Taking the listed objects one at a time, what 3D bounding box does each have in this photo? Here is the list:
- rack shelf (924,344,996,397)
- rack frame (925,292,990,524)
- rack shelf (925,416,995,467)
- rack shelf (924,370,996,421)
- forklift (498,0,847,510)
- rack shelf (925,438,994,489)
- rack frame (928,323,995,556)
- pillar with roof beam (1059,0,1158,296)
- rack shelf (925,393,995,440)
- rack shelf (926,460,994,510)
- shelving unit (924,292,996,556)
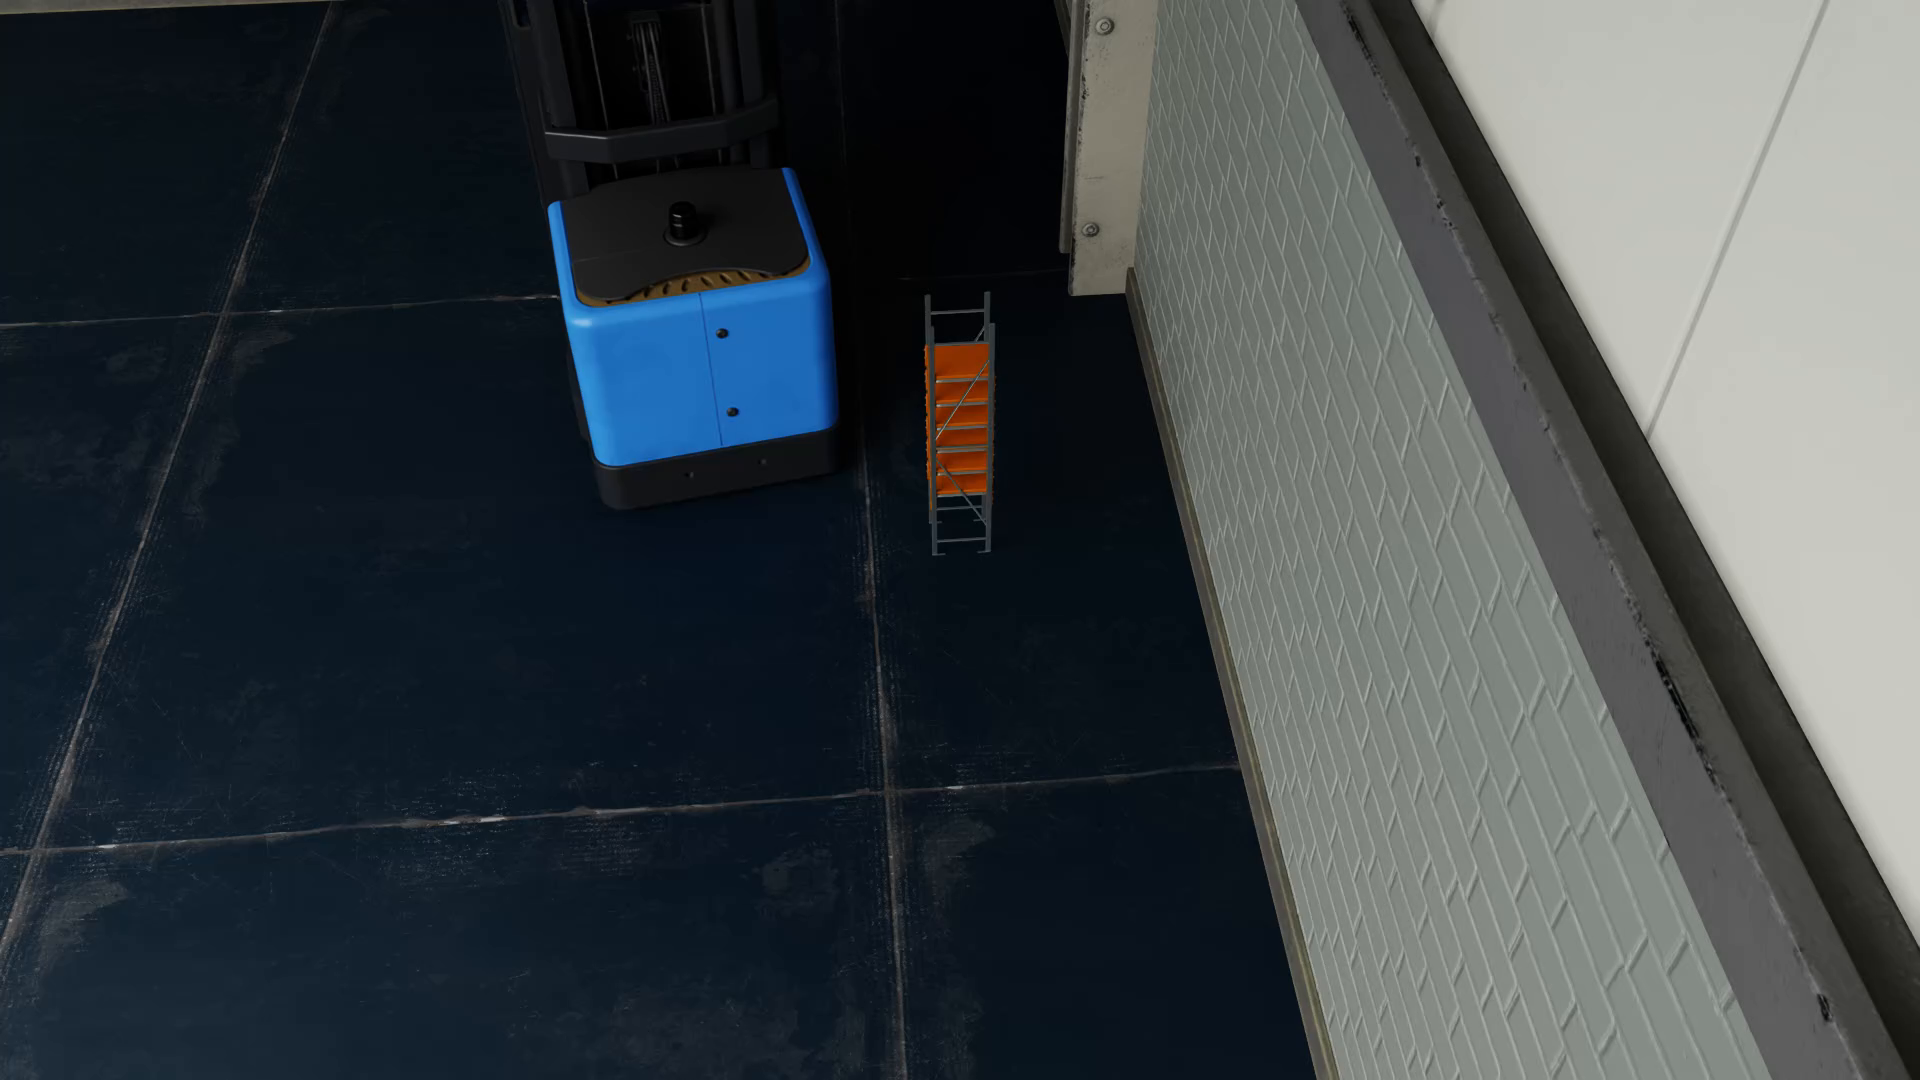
[{"bbox_3d":[-0.001,-0.640,6.232,0.258,0.103,0.180,-3,47,-3],"label":"rack shelf"},{"bbox_3d":[-0.009,-0.489,6.523,0.240,1.200,0.006,-3,47,-3],"label":"rack frame"},{"bbox_3d":[-0.001,-0.392,6.493,0.258,0.103,0.180,-3,47,-3],"label":"rack shelf"},{"bbox_3d":[-0.001,-0.558,6.319,0.258,0.103,0.180,-3,47,-3],"label":"rack shelf"},{"bbox_3d":[-1.356,-2.225,6.975,1.130,2.935,3.031,-11,48,-10],"label":"forklift"},{"bbox_3d":[-0.001,-0.310,6.580,0.258,0.103,0.180,-3,47,-3],"label":"rack shelf"},{"bbox_3d":[0.006,-0.357,6.398,0.240,1.200,0.006,-3,47,-3],"label":"rack frame"},{"bbox_3d":[-3.627,-4.161,4.629,9.100,9.000,0.400,-3,47,-3],"label":"pillar with roof beam"},{"bbox_3d":[-0.001,-0.475,6.406,0.258,0.103,0.180,-3,47,-3],"label":"rack shelf"},{"bbox_3d":[-0.001,-0.227,6.667,0.258,0.103,0.180,-3,47,-3],"label":"rack shelf"},{"bbox_3d":[-0.001,-0.423,6.461,0.258,1.200,0.189,-3,47,-3],"label":"shelving unit"}]
